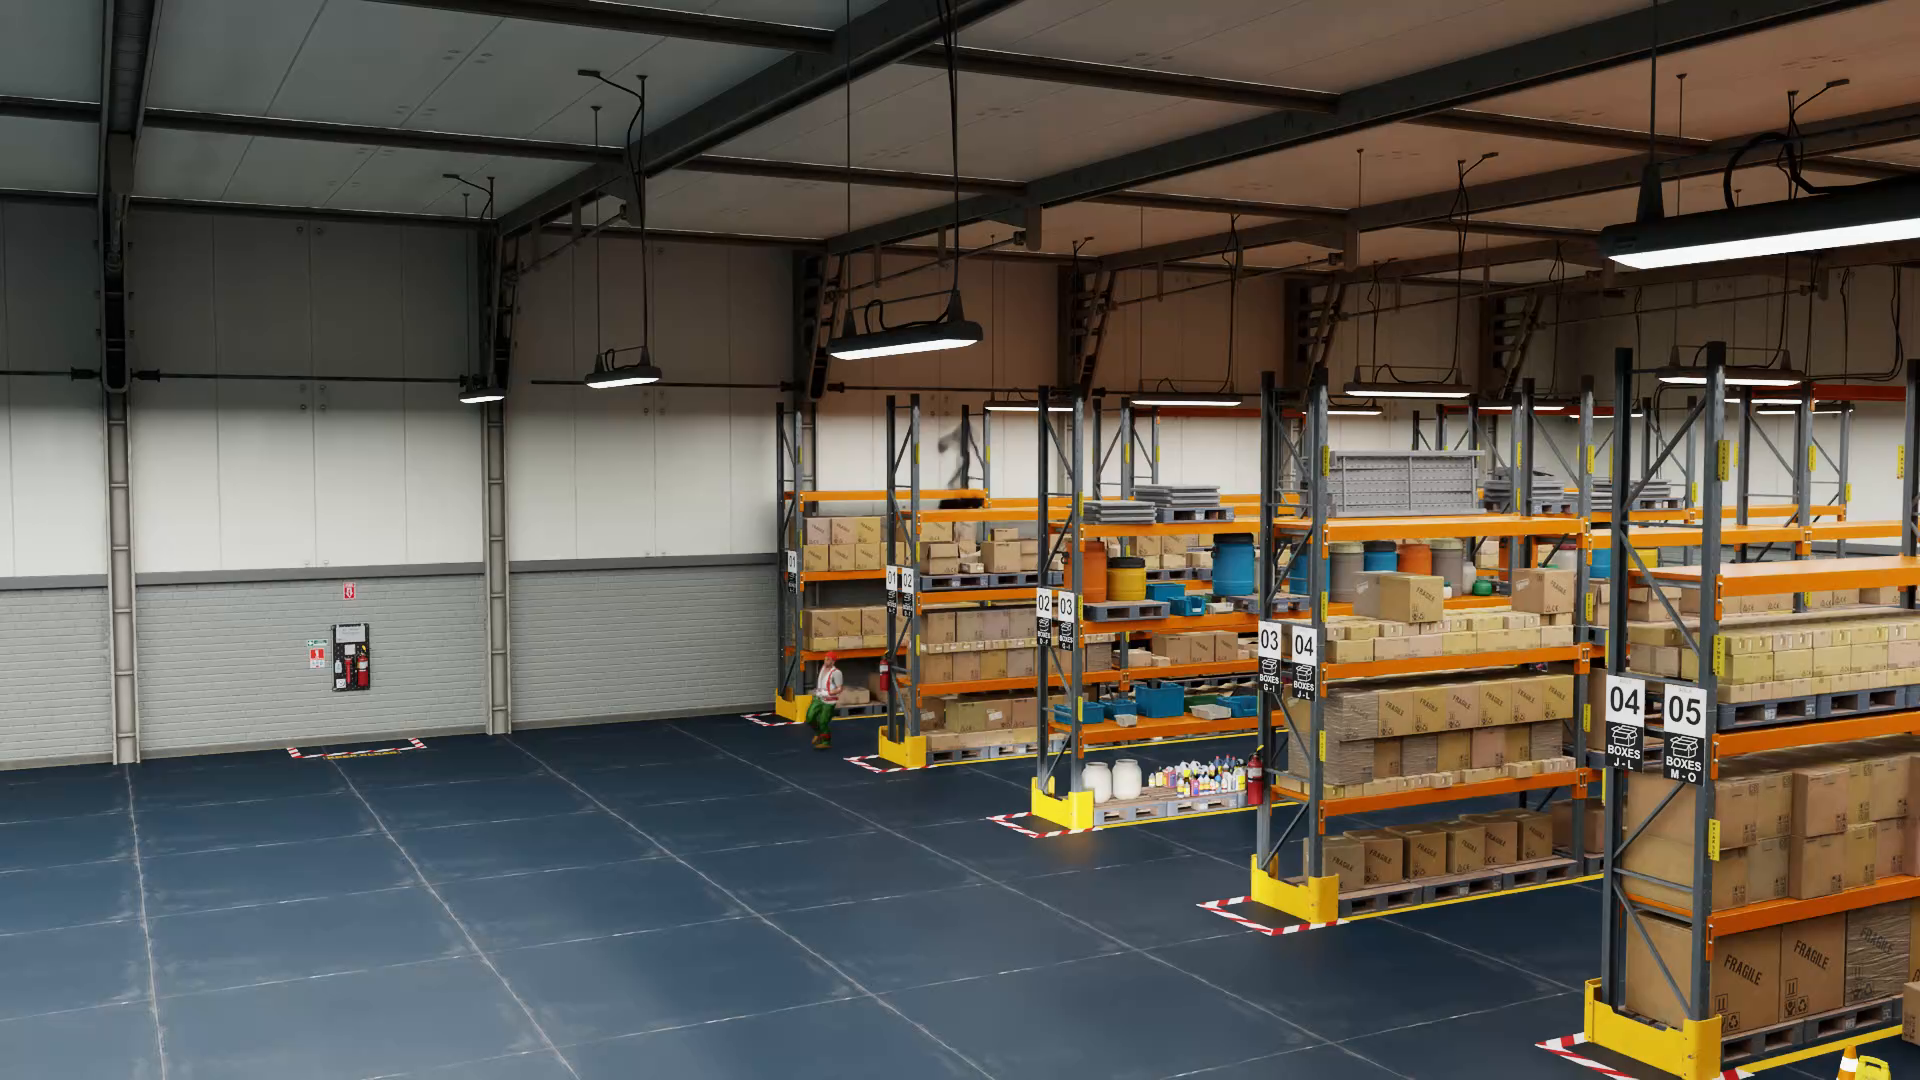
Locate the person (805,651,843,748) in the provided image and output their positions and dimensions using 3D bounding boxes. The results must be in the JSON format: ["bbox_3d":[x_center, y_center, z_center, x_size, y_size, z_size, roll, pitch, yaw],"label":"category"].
[{"bbox_3d":[-2.273,2.716,28.094,0.696,1.701,0.591,3,4,39],"label":"person"}]
